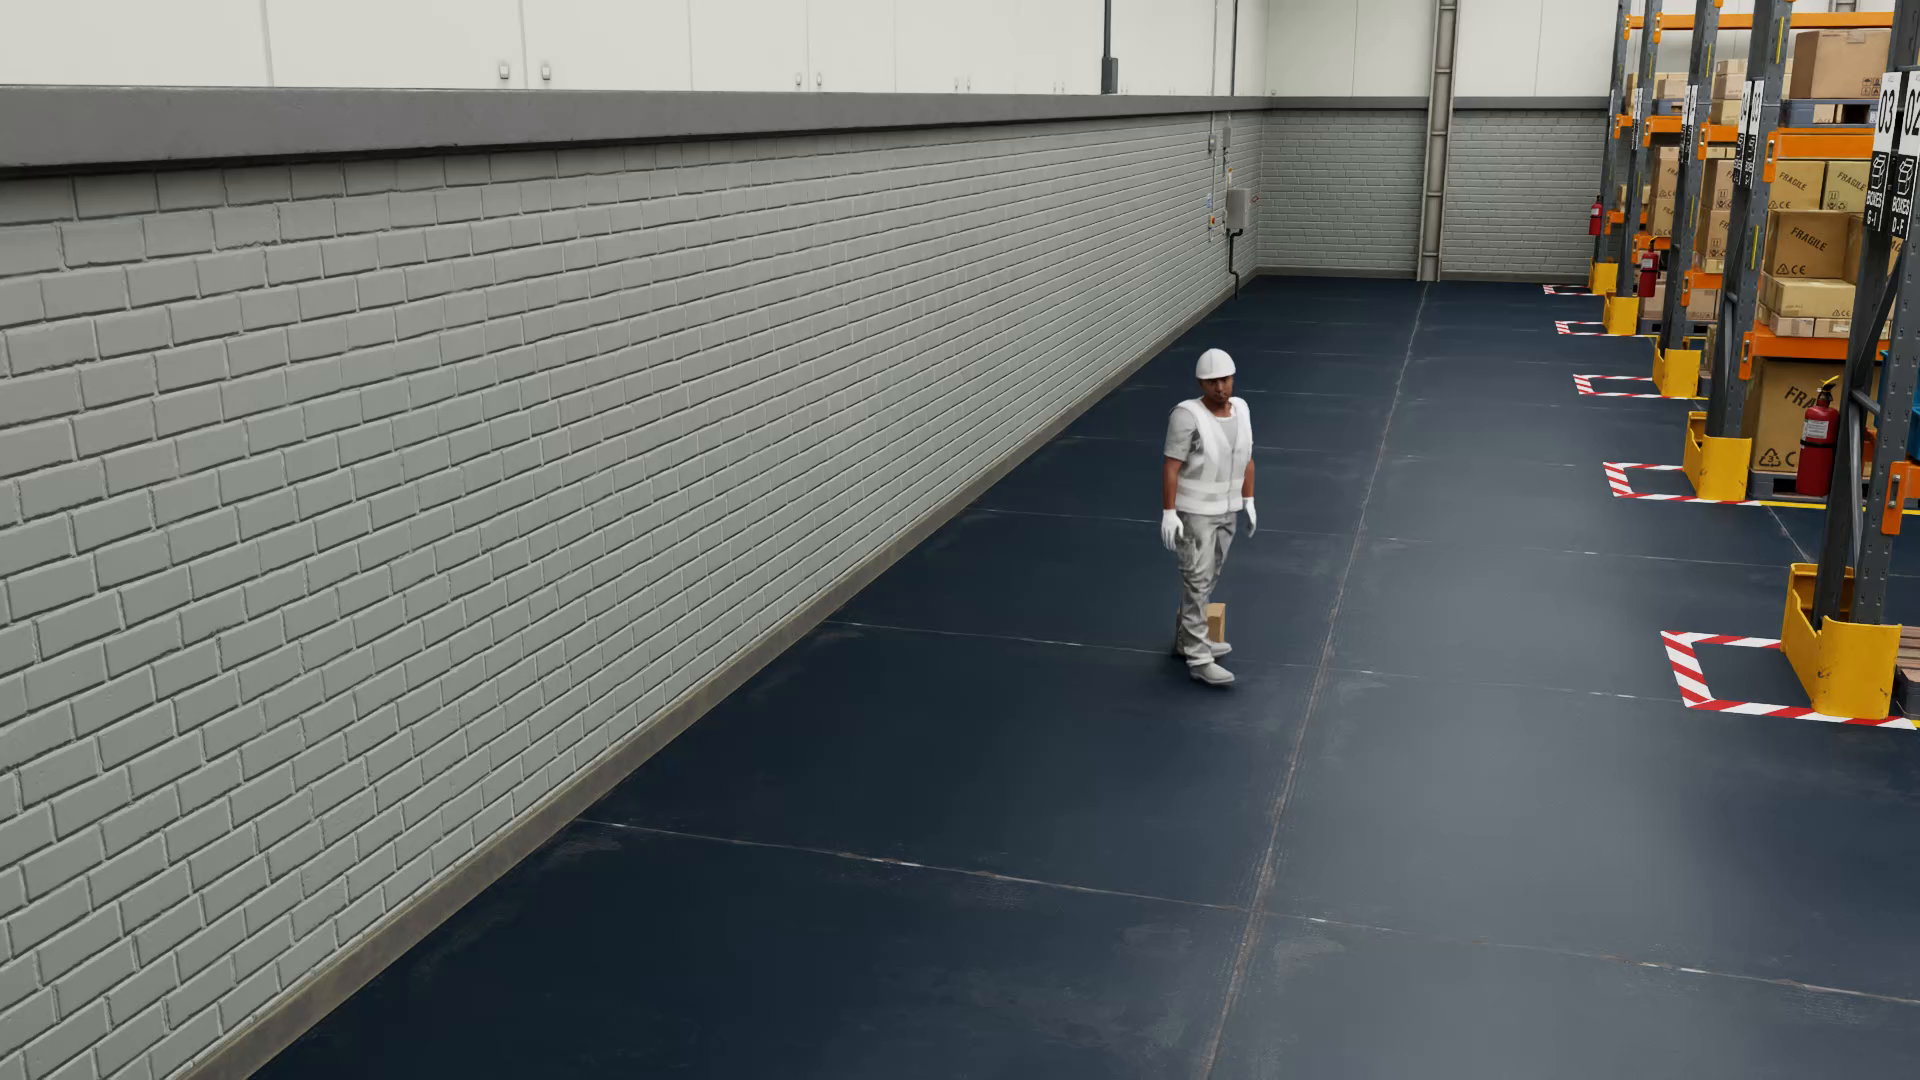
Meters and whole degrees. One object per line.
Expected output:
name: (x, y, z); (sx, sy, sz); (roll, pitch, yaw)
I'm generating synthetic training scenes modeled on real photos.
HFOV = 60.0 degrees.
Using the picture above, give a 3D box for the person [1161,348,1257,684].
person: (1.349, -0.142, 8.937); (0.634, 1.784, 0.611); (-13, 19, -40)
